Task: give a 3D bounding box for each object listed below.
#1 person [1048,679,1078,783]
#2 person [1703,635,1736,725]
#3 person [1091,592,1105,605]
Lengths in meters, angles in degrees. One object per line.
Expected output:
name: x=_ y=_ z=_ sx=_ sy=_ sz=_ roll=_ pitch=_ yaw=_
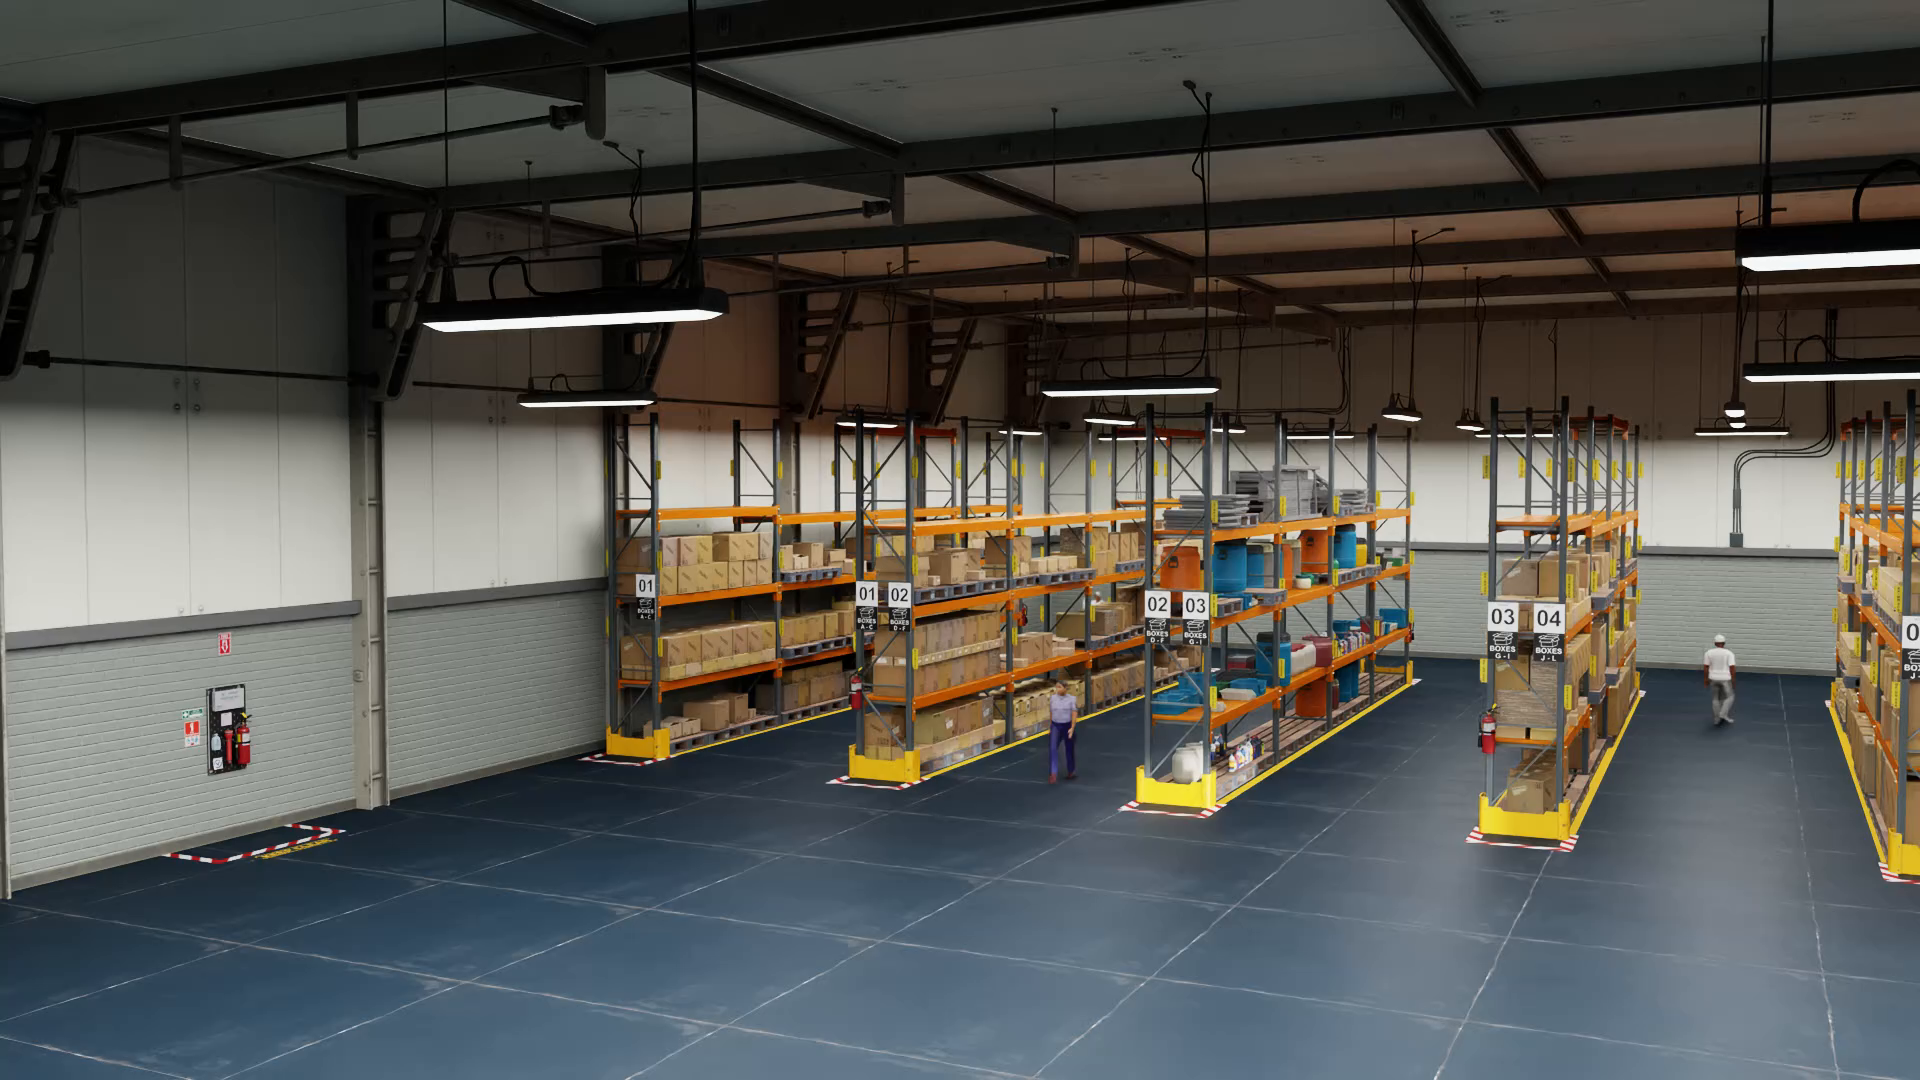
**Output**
person: x=1.647 y=3.050 z=26.734 sx=0.499 sy=1.614 sz=0.902 roll=1 pitch=3 yaw=17
person: x=14.924 y=2.751 z=32.685 sx=0.596 sy=1.767 sz=0.539 roll=2 pitch=3 yaw=37
person: x=3.797 y=2.236 z=46.149 sx=0.496 sy=1.626 sz=0.806 roll=-1 pitch=3 yaw=-26
